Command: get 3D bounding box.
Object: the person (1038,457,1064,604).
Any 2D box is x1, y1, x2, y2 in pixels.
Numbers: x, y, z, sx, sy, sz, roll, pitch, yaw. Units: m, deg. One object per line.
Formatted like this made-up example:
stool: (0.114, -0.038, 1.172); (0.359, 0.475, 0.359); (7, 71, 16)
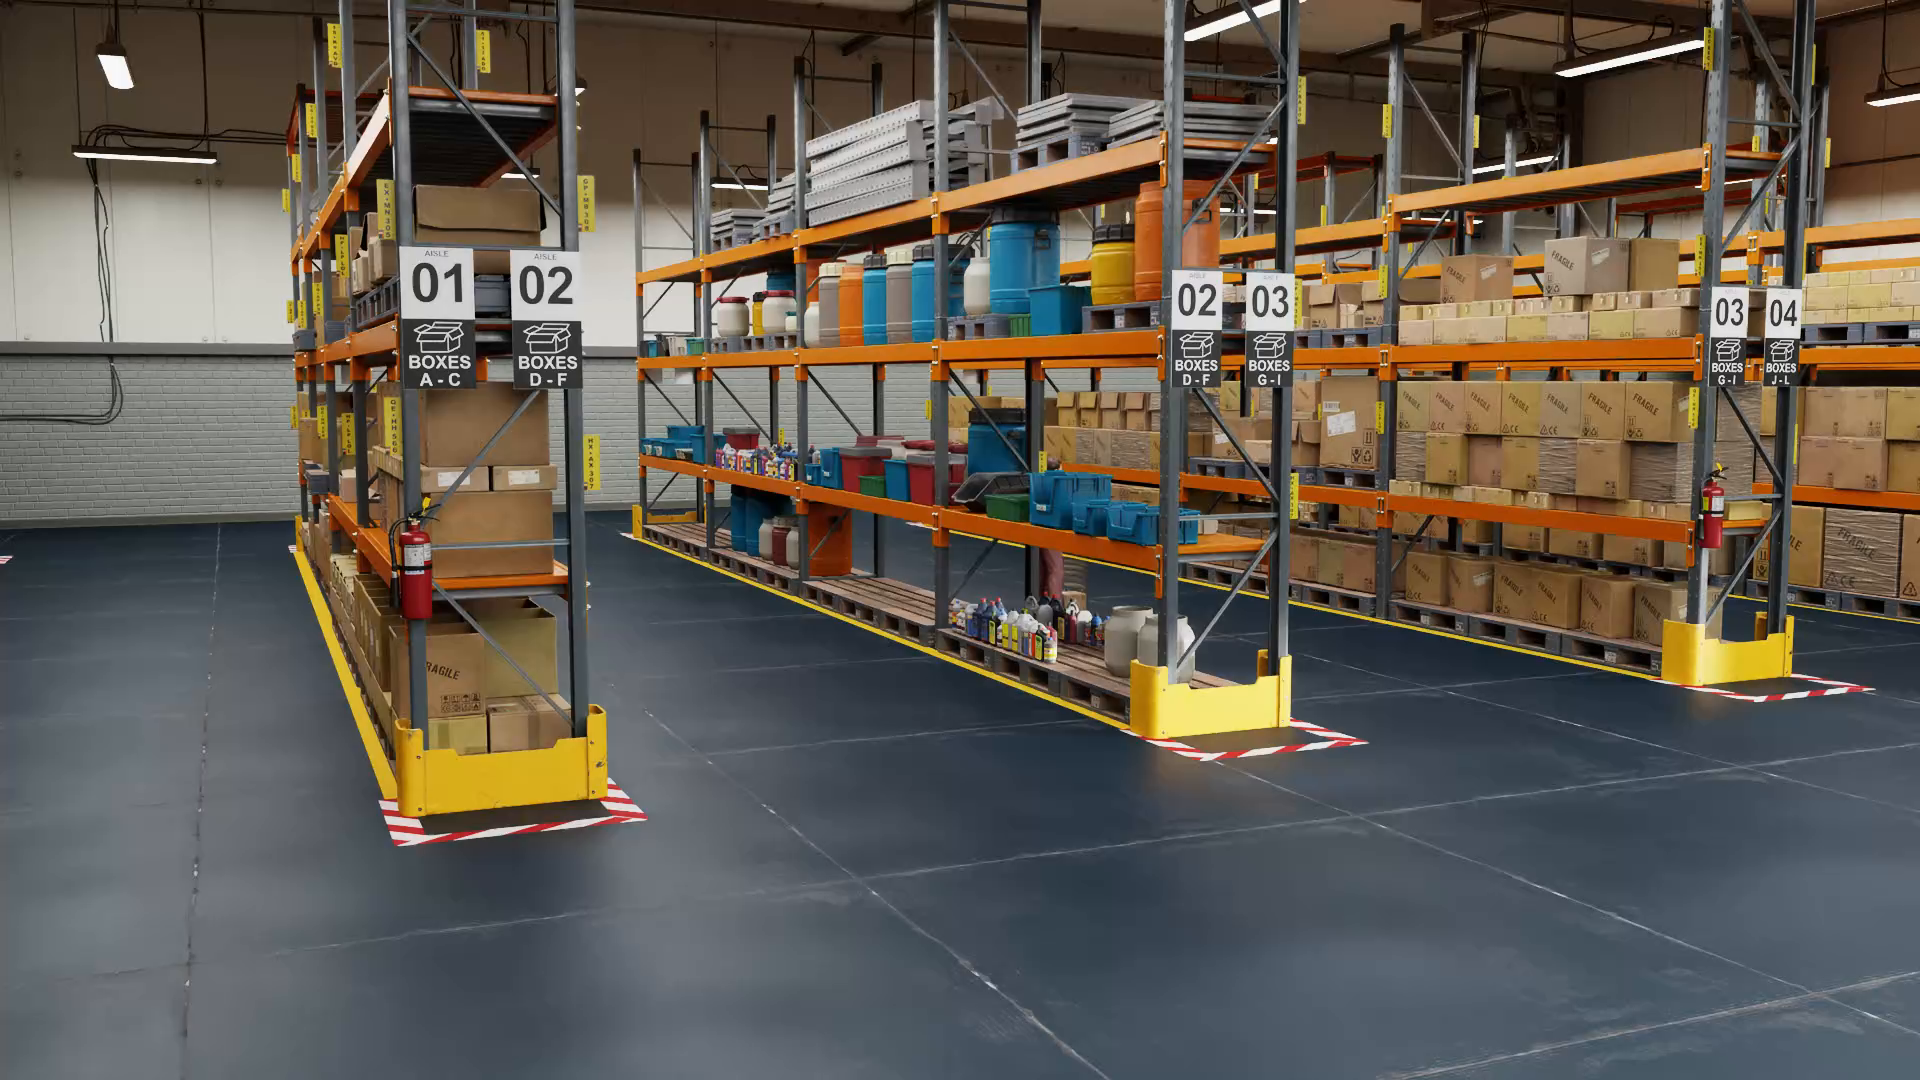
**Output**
person: (0.922, -0.022, 17.200); (0.362, 1.672, 0.521); (-3, 6, -27)
